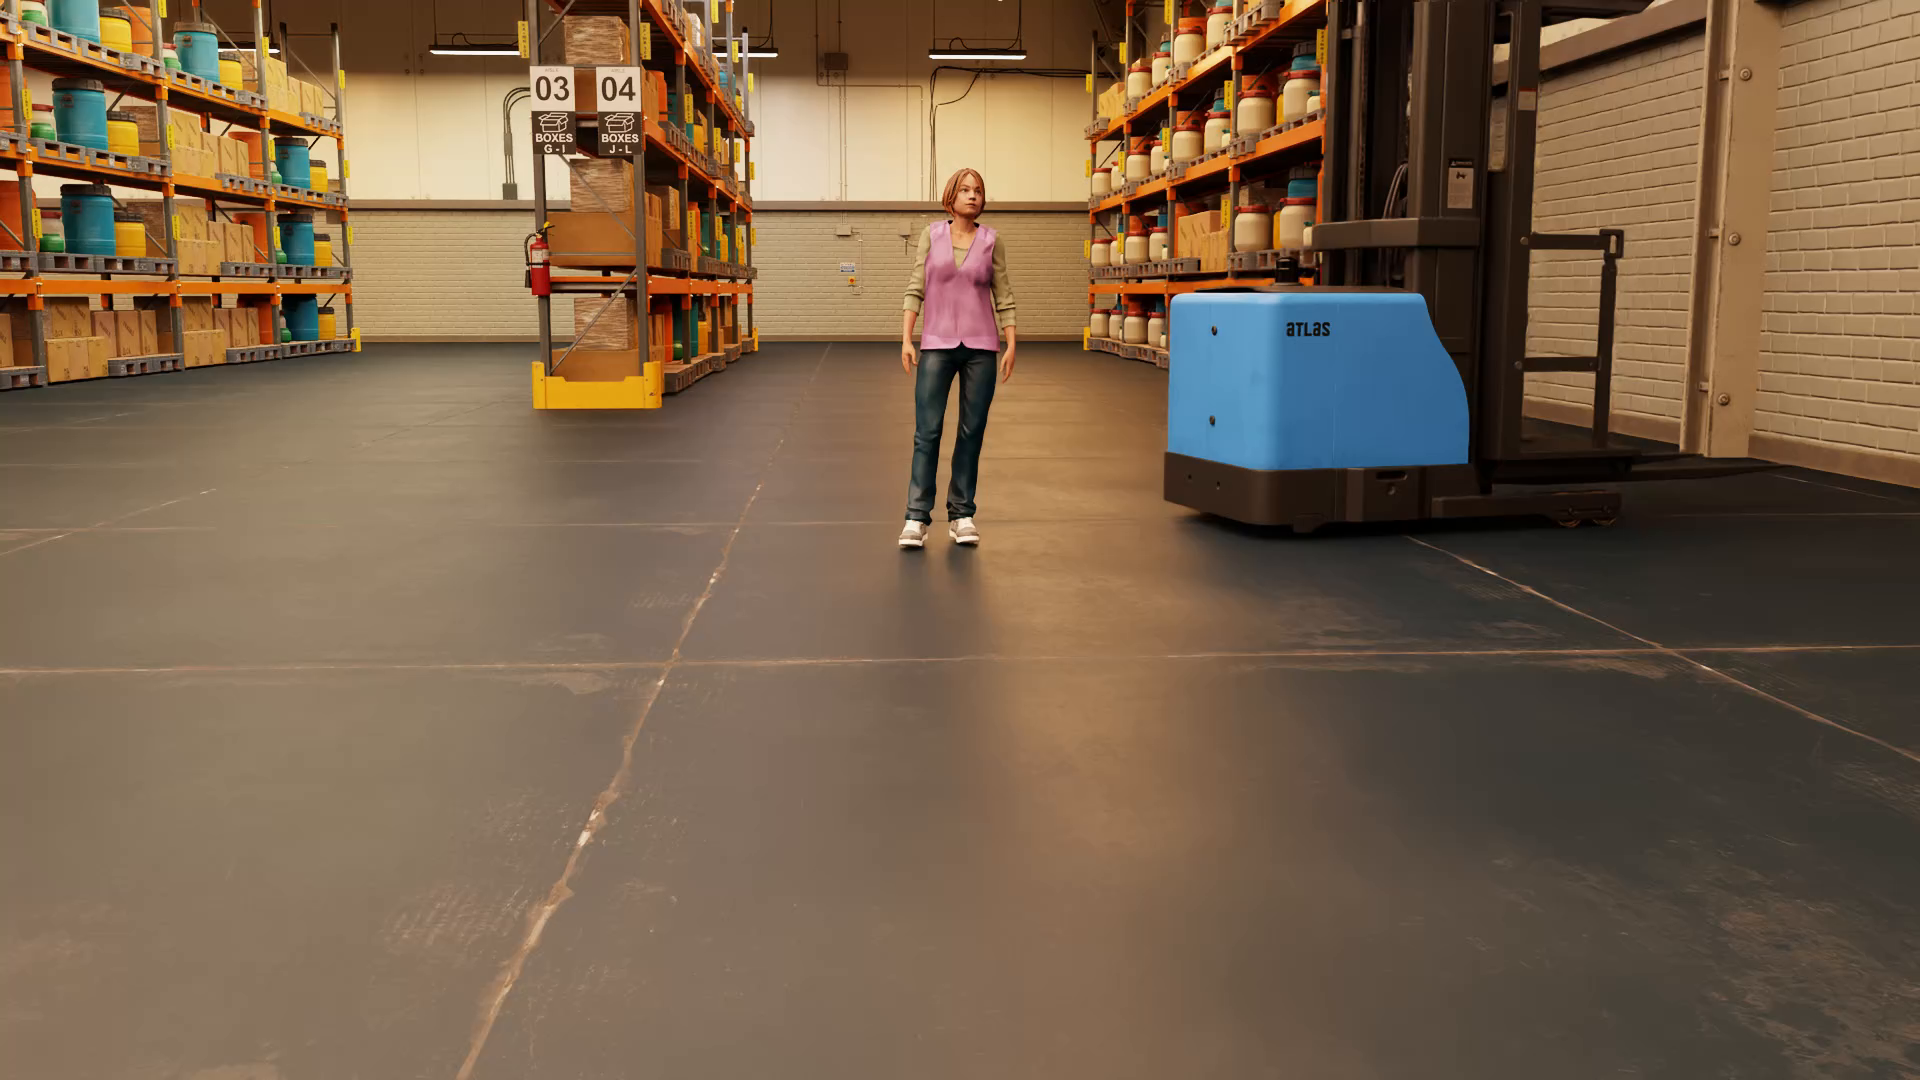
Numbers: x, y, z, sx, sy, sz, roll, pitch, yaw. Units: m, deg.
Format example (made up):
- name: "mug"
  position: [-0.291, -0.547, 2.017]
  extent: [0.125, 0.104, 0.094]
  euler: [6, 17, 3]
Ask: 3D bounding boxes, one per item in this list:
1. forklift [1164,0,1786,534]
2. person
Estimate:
- name: "forklift"
  position: [2.572, -1.578, 7.958]
  extent: [3.031, 2.935, 1.130]
  euler: [-3, 9, -17]
- name: "person"
  position: [-0.009, -0.786, 7.117]
  extent: [0.521, 1.599, 0.473]
  euler: [-1, 8, -4]
